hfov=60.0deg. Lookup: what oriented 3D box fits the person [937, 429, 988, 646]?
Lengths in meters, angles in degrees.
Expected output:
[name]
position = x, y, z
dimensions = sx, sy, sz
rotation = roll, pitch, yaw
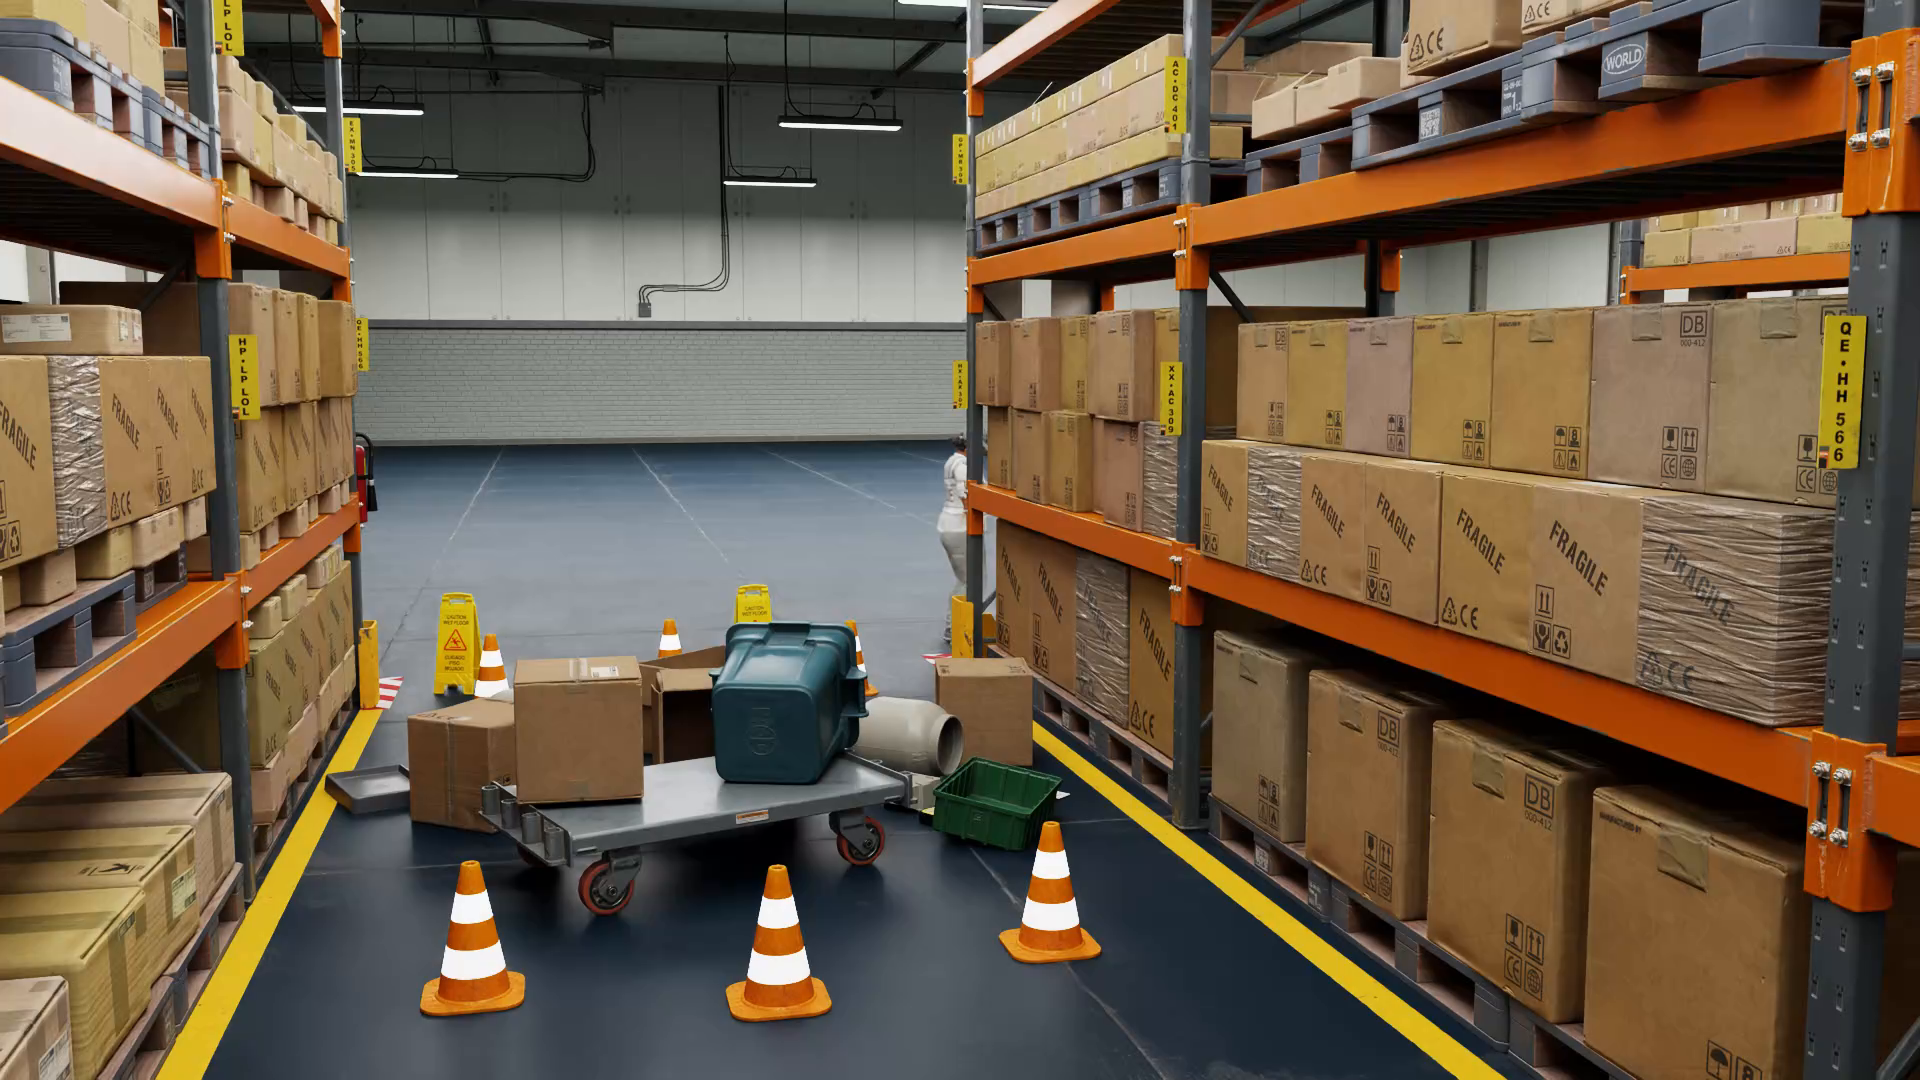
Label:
[person]
position = 0.043, -0.025, 12.536
dimensions = 0.419, 1.646, 0.480
rotation = -1, 6, -11
